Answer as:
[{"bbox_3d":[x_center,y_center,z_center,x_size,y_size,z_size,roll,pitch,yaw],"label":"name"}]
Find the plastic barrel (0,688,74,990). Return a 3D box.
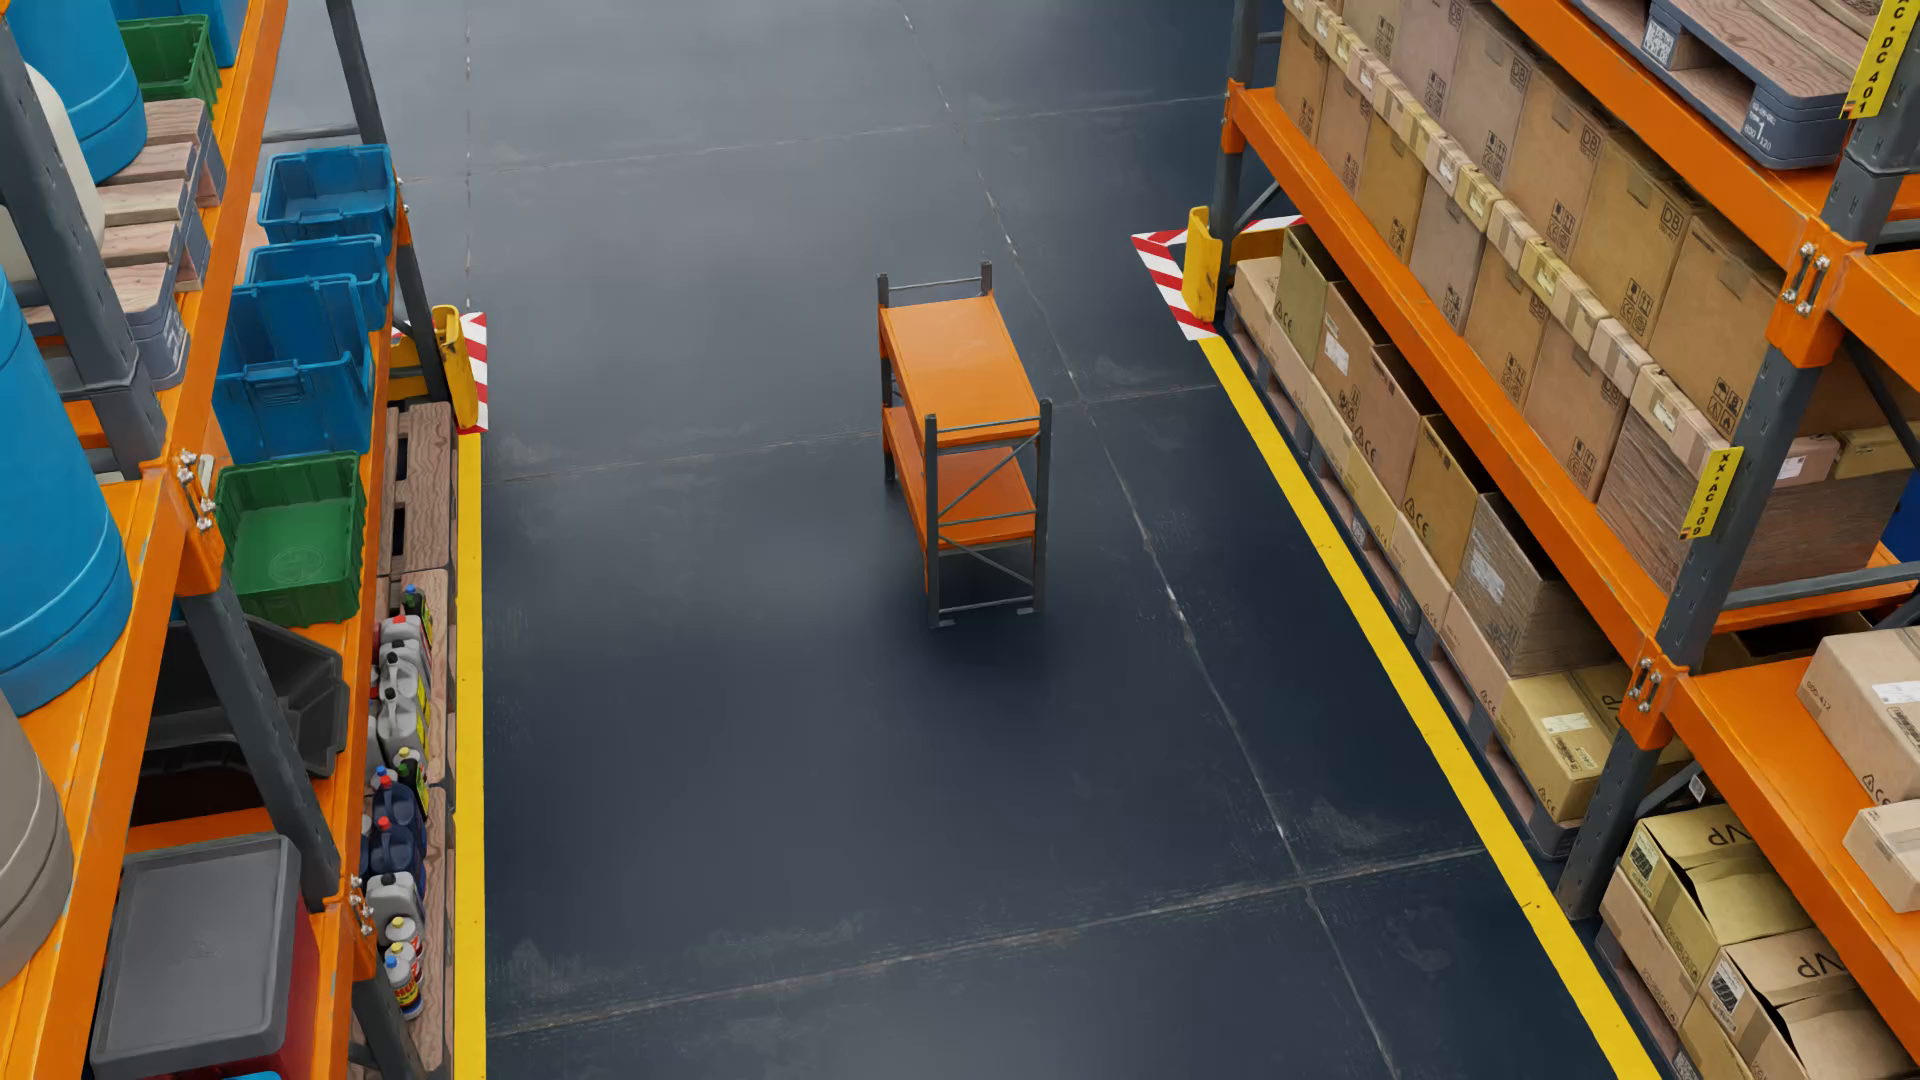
[{"bbox_3d":[-1.708,0.263,2.339,0.600,0.901,0.600,0,42,0],"label":"plastic barrel"}]

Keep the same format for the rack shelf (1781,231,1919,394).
[{"bbox_3d":[3.098,0.586,2.894,1.077,0.370,4.000,-8,42,-9],"label":"rack shelf"}]

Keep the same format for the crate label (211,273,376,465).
[{"bbox_3d":[-2.373,-0.602,5.924,0.502,0.435,0.616,-8,42,-9],"label":"crate label"}]

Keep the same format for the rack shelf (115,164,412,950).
[{"bbox_3d":[-2.602,-0.178,6.014,1.077,0.370,4.000,-8,42,-9],"label":"rack shelf"}]

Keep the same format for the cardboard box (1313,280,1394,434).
[{"bbox_3d":[1.932,-0.834,7.402,0.500,0.500,0.500,-8,42,-9],"label":"cardboard box"}]

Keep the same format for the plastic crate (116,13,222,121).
[{"bbox_3d":[-2.245,-1.255,4.586,0.336,0.188,0.450,-8,42,-9],"label":"plastic crate"}]

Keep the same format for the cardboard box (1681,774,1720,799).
[{"bbox_3d":[2.863,0.670,6.273,0.500,0.250,0.500,-8,42,-9],"label":"cardboard box"}]

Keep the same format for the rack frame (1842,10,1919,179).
[{"bbox_3d":[2.667,-2.101,3.120,1.000,3.000,0.127,-8,42,-9],"label":"rack frame"}]

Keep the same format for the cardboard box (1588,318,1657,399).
[{"bbox_3d":[2.288,-0.613,5.399,0.380,0.149,0.250,-10,42,-11],"label":"cardboard box"}]

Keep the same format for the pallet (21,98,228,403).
[{"bbox_3d":[-2.422,-0.655,3.893,1.213,0.211,1.003,-8,42,-9],"label":"pallet"}]

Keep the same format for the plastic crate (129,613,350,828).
[{"bbox_3d":[-2.159,0.515,4.738,0.767,0.338,0.504,-8,42,-9],"label":"plastic crate"}]

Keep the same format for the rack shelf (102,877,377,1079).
[{"bbox_3d":[-1.739,2.415,3.093,1.077,0.370,4.000,-8,42,-9],"label":"rack shelf"}]

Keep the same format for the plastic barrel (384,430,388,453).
[{"bbox_3d":[-2.817,-0.554,7.454,0.421,0.512,0.421,0,42,0],"label":"plastic barrel"}]

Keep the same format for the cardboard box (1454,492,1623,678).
[{"bbox_3d":[2.257,0.138,6.307,0.500,0.500,0.500,-8,42,-9],"label":"cardboard box"}]

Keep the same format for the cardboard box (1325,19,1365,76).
[{"bbox_3d":[1.790,-2.113,7.088,0.380,0.149,0.250,-8,42,-9],"label":"cardboard box"}]

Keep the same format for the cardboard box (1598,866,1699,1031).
[{"bbox_3d":[2.512,1.311,5.551,0.500,0.250,0.500,-9,42,-10],"label":"cardboard box"}]

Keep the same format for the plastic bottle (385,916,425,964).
[{"bbox_3d":[-1.855,1.331,5.550,0.097,0.201,0.097,0,42,0],"label":"plastic bottle"}]

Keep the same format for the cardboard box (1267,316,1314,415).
[{"bbox_3d":[1.813,-0.876,8.014,0.500,0.250,0.500,-8,42,-9],"label":"cardboard box"}]

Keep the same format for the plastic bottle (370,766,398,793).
[{"bbox_3d":[-2.049,0.911,5.970,0.097,0.271,0.097,0,42,0],"label":"plastic bottle"}]

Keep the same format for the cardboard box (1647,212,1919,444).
[{"bbox_3d":[2.565,-0.667,4.971,0.700,0.500,0.500,-8,42,-9],"label":"cardboard box"}]

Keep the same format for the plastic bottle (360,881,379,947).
[{"bbox_3d":[-2.012,1.242,5.588,0.061,0.283,0.133,-8,42,-9],"label":"plastic bottle"}]

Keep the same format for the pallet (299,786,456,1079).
[{"bbox_3d":[-2.275,1.451,5.738,1.003,0.211,1.213,-8,42,-9],"label":"pallet"}]

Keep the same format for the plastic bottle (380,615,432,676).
[{"bbox_3d":[-2.182,0.406,6.535,0.152,0.276,0.135,-8,42,-9],"label":"plastic bottle"}]

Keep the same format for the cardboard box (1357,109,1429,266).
[{"bbox_3d":[2.111,-1.521,6.910,0.700,0.500,0.500,-8,42,-9],"label":"cardboard box"}]

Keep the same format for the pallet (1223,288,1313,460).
[{"bbox_3d":[2.009,-0.918,8.407,1.003,0.211,1.213,-8,42,-9],"label":"pallet"}]

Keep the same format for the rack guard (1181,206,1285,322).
[{"bbox_3d":[1.798,-1.531,8.880,1.175,0.500,0.348,-8,42,-9],"label":"rack guard"}]

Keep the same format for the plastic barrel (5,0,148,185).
[{"bbox_3d":[-2.281,-1.277,3.757,0.600,0.901,0.708,-8,42,-9],"label":"plastic barrel"}]

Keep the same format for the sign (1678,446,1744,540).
[{"bbox_3d":[2.125,-0.130,4.707,0.100,0.325,0.005,-8,42,-9],"label":"sign"}]

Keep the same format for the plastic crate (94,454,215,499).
[{"bbox_3d":[-2.768,-0.068,5.547,0.530,0.136,0.437,-8,42,-9],"label":"plastic crate"}]

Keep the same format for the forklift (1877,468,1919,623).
[{"bbox_3d":[5.415,-0.825,6.253,3.031,2.935,1.130,3,42,3],"label":"forklift"}]

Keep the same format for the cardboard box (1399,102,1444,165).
[{"bbox_3d":[1.958,-1.611,6.523,0.380,0.149,0.250,-9,42,-10],"label":"cardboard box"}]

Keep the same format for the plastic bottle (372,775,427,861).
[{"bbox_3d":[-1.980,0.971,5.843,0.144,0.351,0.185,-10,43,-11],"label":"plastic bottle"}]

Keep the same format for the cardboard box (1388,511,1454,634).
[{"bbox_3d":[2.133,0.097,6.918,0.500,0.250,0.500,-8,42,-9],"label":"cardboard box"}]

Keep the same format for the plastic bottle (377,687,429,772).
[{"bbox_3d":[-2.072,0.695,6.153,0.144,0.351,0.185,-9,42,-10],"label":"plastic bottle"}]

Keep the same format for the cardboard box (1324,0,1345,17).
[{"bbox_3d":[1.903,-2.634,7.187,0.700,0.500,0.500,-8,42,-9],"label":"cardboard box"}]

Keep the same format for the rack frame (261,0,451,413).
[{"bbox_3d":[-3.034,-1.743,7.236,1.000,3.000,0.127,-8,42,-9],"label":"rack frame"}]

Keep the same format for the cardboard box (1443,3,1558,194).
[{"bbox_3d":[2.240,-1.643,6.070,0.700,0.500,0.500,-8,42,-9],"label":"cardboard box"}]

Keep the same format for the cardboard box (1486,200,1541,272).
[{"bbox_3d":[2.126,-1.106,5.955,0.380,0.149,0.250,-7,42,-8],"label":"cardboard box"}]

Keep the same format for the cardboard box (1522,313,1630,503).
[{"bbox_3d":[2.445,-0.523,5.786,0.700,0.500,0.500,-9,42,-10],"label":"cardboard box"}]

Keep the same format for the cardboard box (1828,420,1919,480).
[{"bbox_3d":[2.798,-0.340,5.091,0.380,0.149,0.250,-8,42,-9],"label":"cardboard box"}]

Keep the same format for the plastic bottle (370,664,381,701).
[{"bbox_3d":[-2.270,0.554,6.425,0.097,0.201,0.097,0,42,0],"label":"plastic bottle"}]

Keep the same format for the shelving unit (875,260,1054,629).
[{"bbox_3d":[0.001,-0.416,7.153,0.538,1.125,1.048,-8,42,-9],"label":"shelving unit"}]

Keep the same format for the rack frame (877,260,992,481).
[{"bbox_3d":[-0.108,-0.746,7.525,0.500,1.125,0.032,-8,42,-9],"label":"rack frame"}]
